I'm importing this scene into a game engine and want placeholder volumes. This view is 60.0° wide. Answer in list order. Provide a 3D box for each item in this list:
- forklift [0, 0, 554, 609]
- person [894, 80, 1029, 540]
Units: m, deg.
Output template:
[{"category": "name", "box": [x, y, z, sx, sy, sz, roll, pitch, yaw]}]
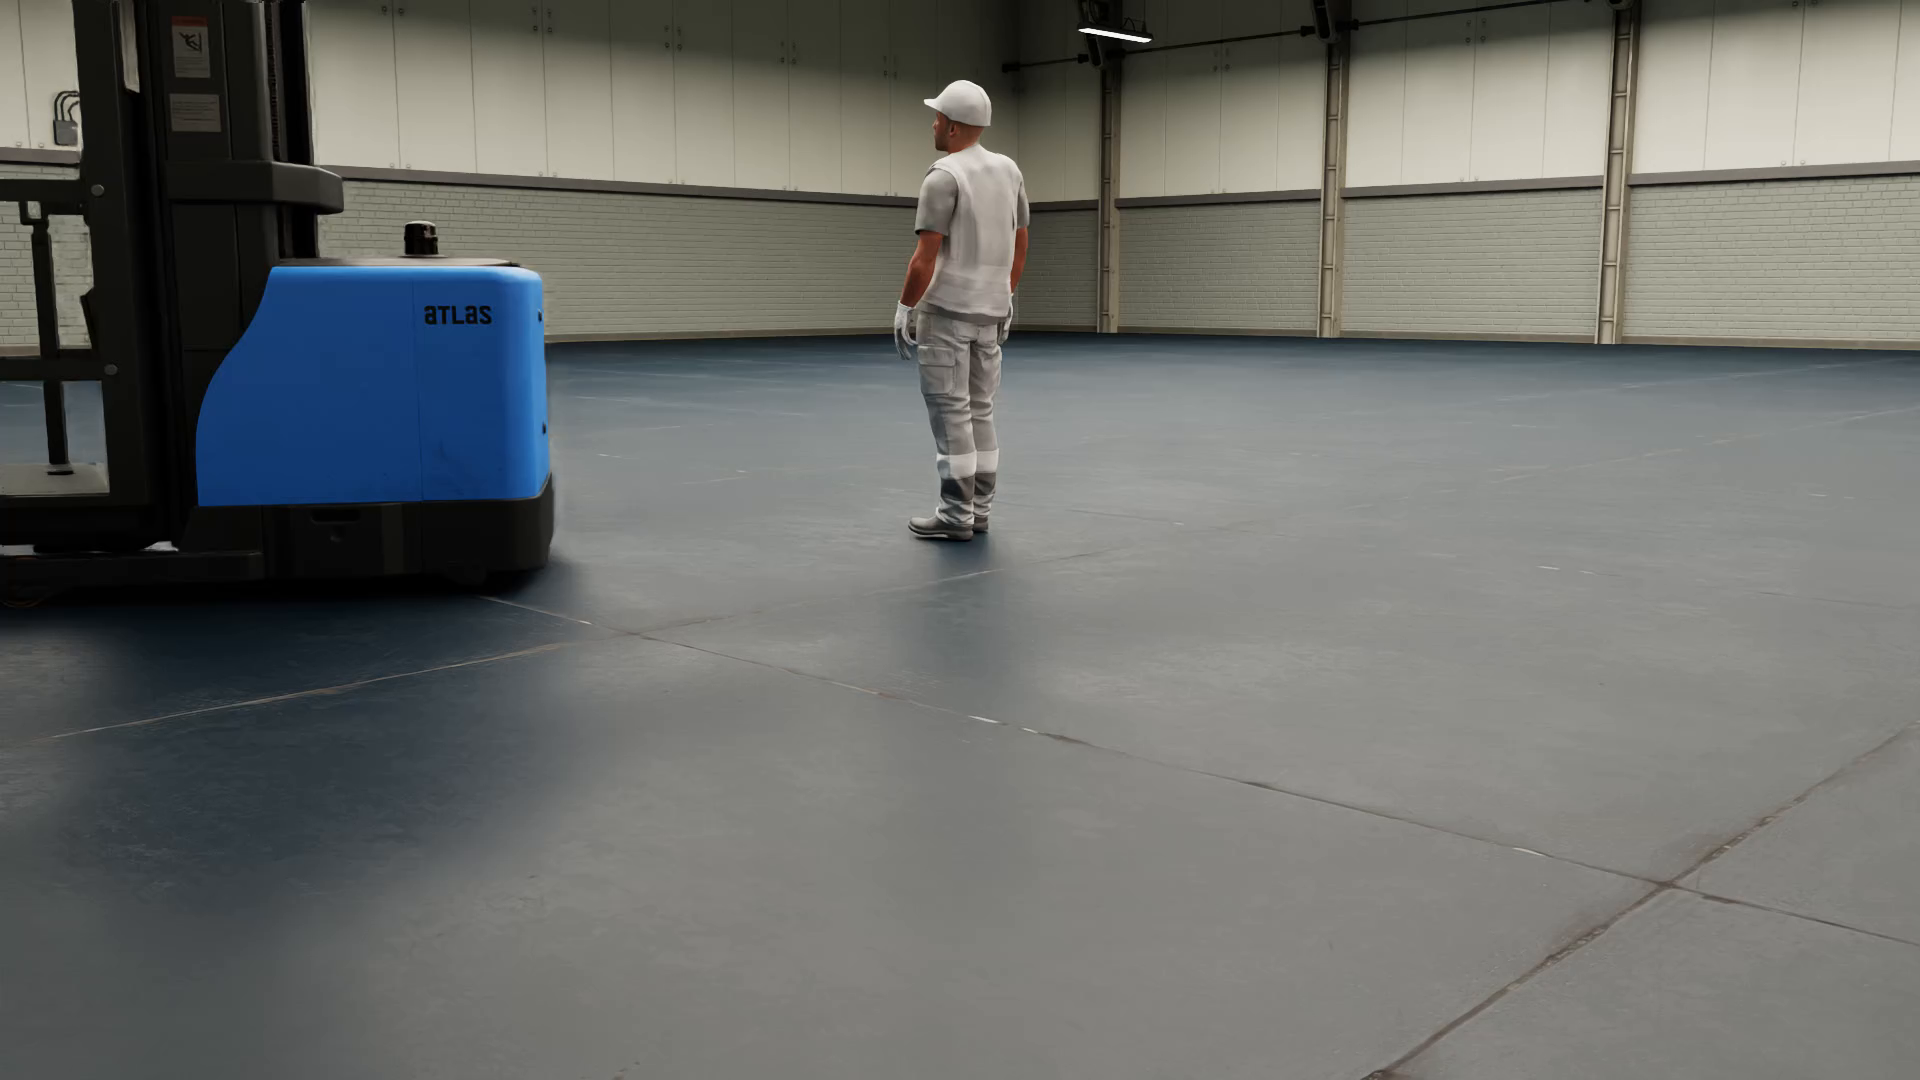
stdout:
[{"category": "forklift", "box": [-2.988, -1.311, 5.577, 3.031, 2.935, 1.130, -2, 9, -11]}, {"category": "person", "box": [-0.049, -0.902, 6.647, 0.564, 1.787, 0.637, 8, 12, 43]}]
